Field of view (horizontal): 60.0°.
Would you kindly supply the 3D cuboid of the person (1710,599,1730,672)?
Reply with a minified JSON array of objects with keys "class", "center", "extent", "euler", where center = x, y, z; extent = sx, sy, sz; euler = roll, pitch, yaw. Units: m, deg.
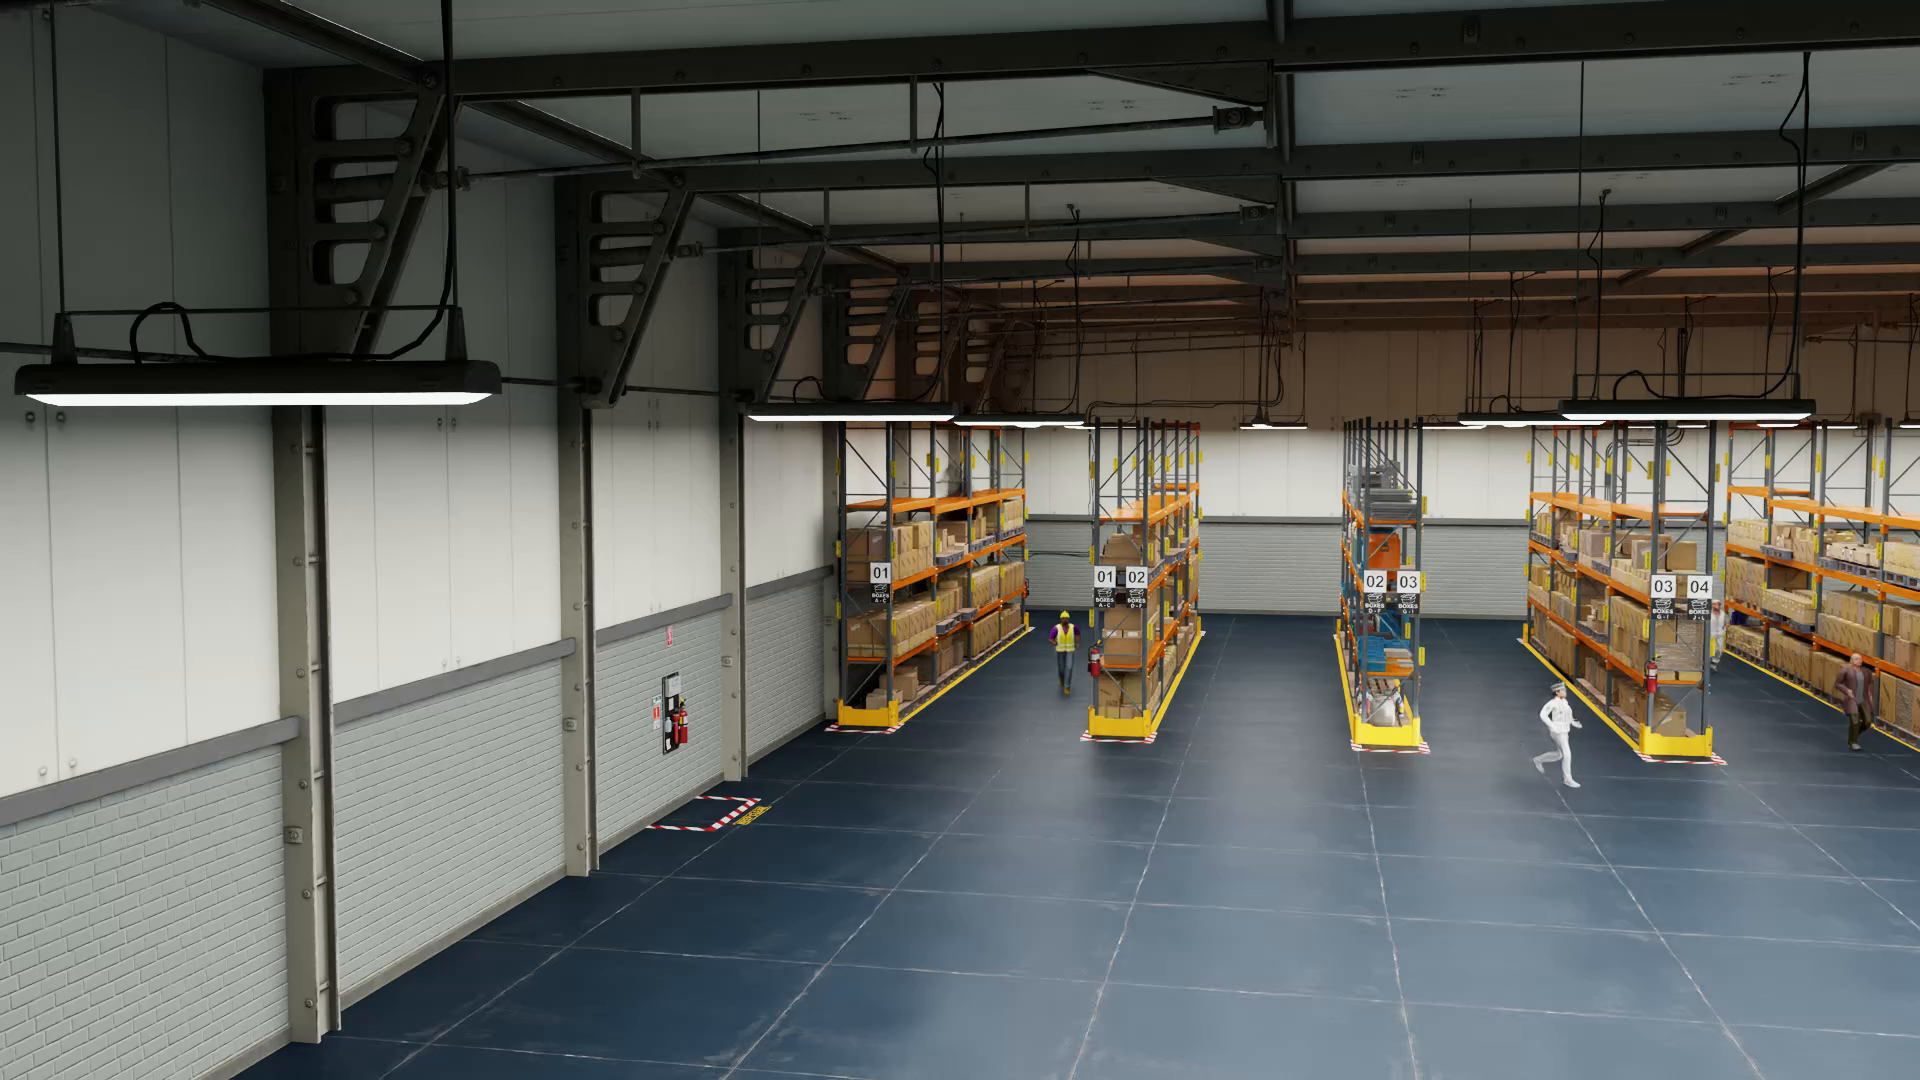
[{"class":"person","center":[17.997,2.280,39.587],"extent":[0.651,1.738,0.583],"euler":[1,4,8]}]

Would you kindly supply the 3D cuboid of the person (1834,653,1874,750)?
[{"class":"person","center":[16.164,3.013,29.969],"extent":[0.706,1.520,0.604],"euler":[0,4,5]}]

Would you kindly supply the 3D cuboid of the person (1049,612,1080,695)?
[{"class":"person","center":[2.310,2.465,36.595],"extent":[0.700,1.771,0.963],"euler":[0,4,1]}]

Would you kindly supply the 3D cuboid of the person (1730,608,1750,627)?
[{"class":"person","center":[21.215,1.970,45.173],"extent":[0.810,1.645,0.622],"euler":[0,4,-7]}]

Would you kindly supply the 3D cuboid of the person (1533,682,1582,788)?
[{"class":"person","center":[9.711,3.140,27.051],"extent":[0.823,1.695,0.618],"euler":[4,5,45]}]
